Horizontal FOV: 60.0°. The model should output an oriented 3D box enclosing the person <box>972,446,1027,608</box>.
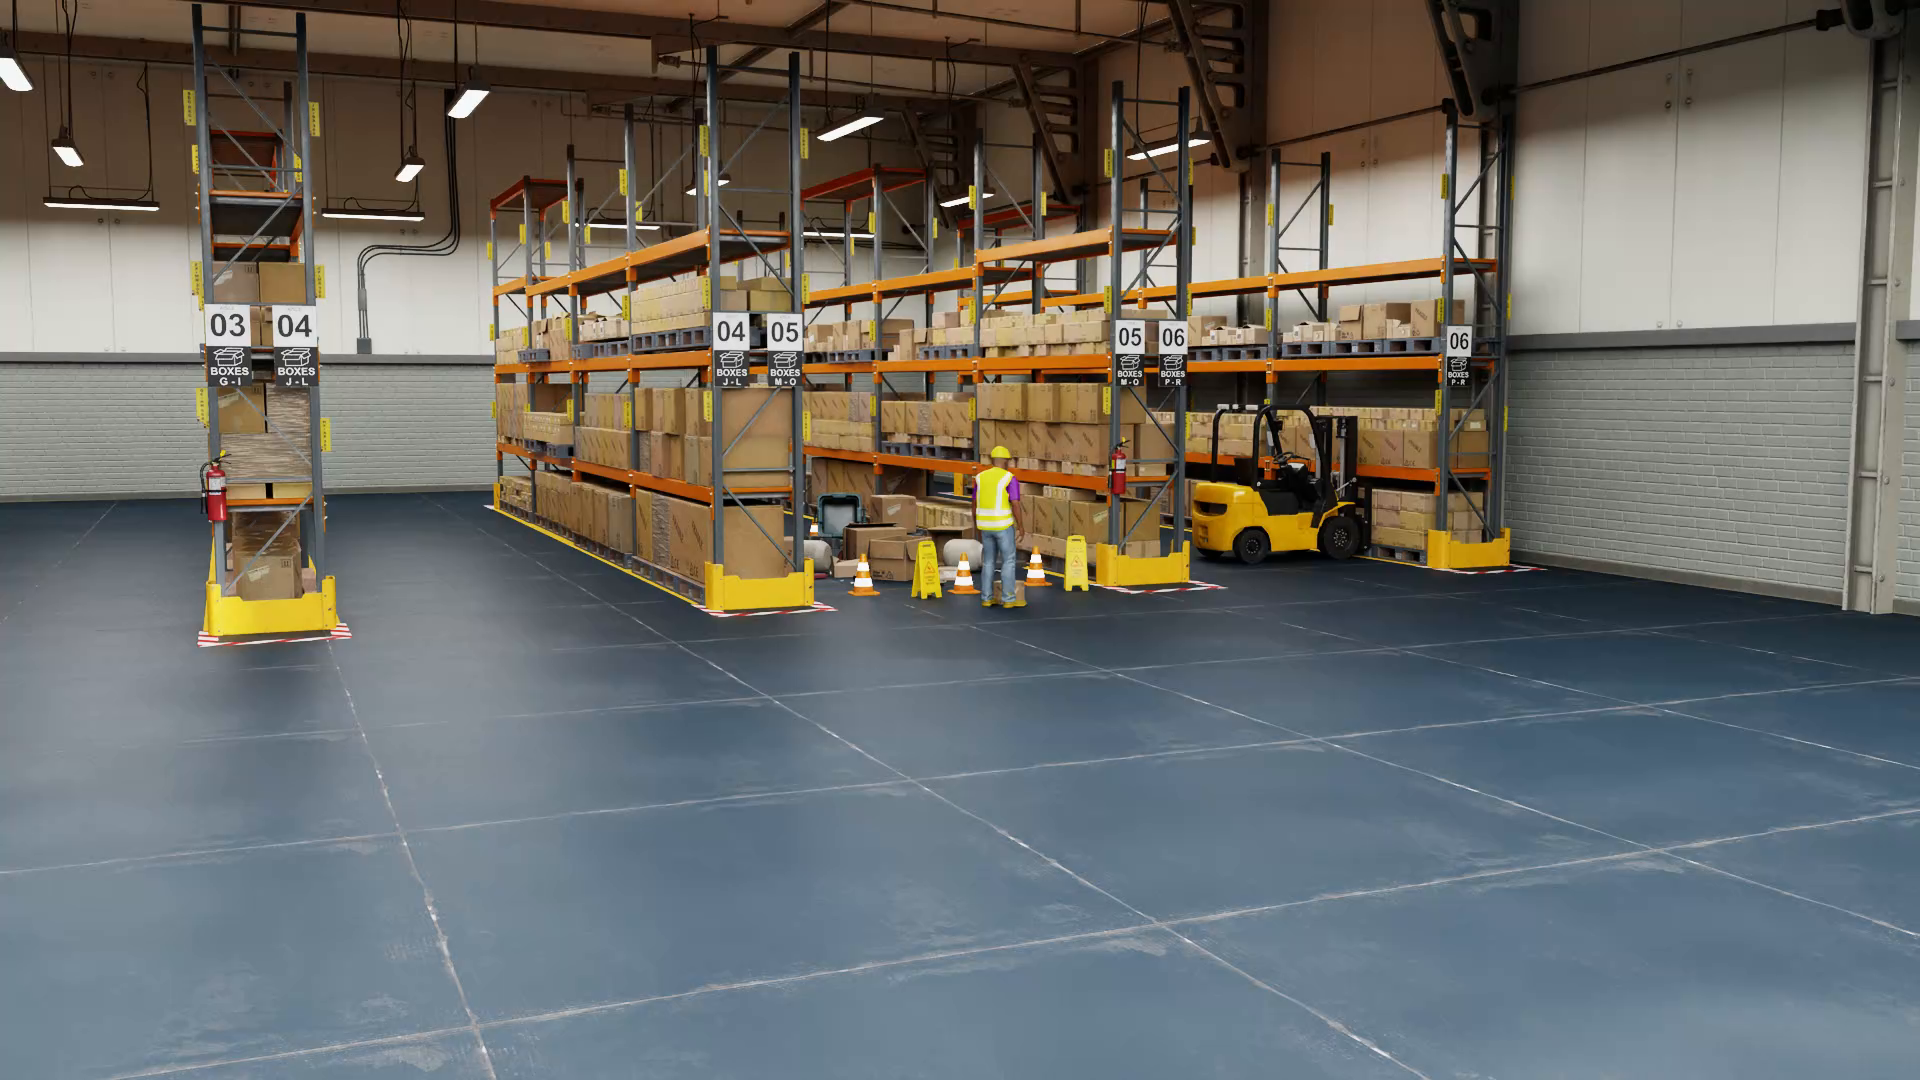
[{"bbox_3d":[0.427,-0.148,18.253,0.635,1.760,0.462,4,7,35],"label":"person"}]
